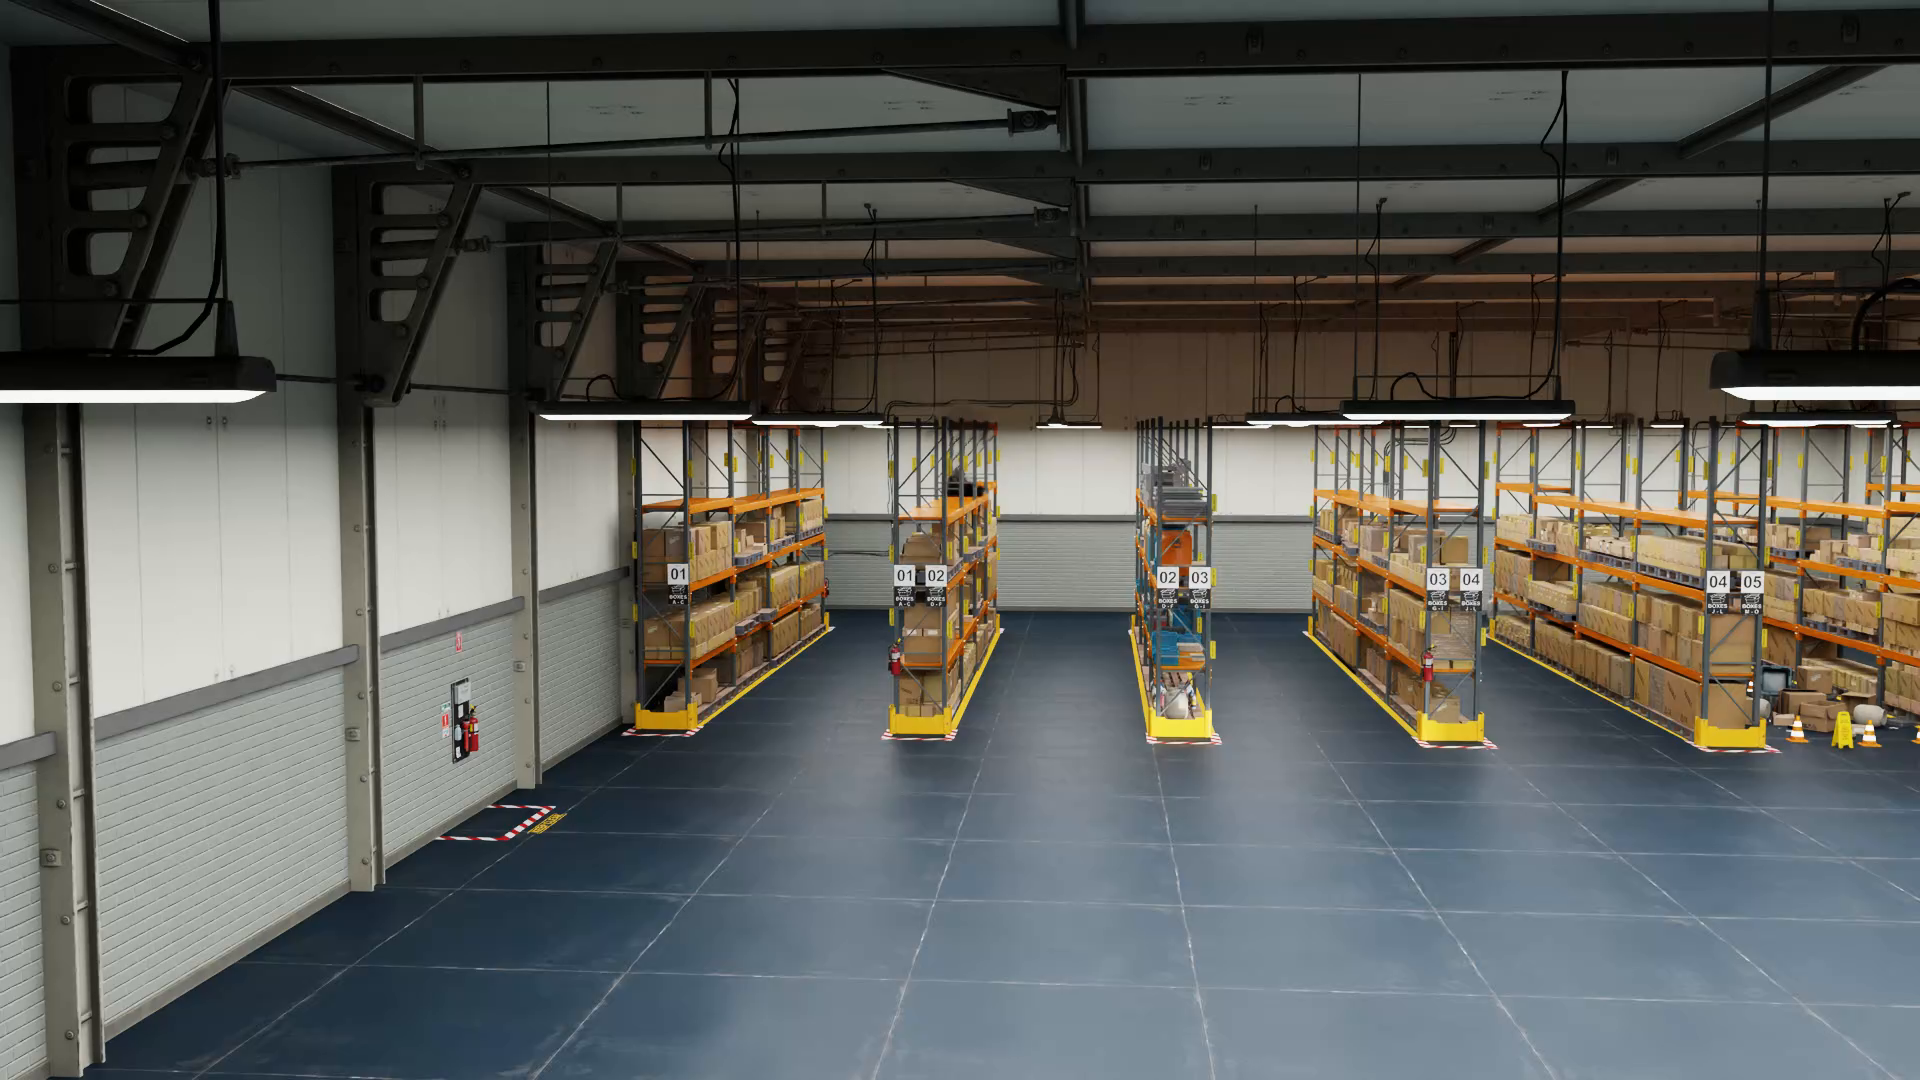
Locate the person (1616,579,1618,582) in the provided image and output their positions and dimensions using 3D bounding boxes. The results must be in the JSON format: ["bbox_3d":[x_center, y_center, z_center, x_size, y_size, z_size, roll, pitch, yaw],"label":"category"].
[{"bbox_3d":[19.095,1.872,47.327,0.867,1.571,0.675,1,4,18],"label":"person"}]

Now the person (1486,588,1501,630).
[{"bbox_3d":[15.287,1.827,47.586,0.626,1.628,0.702,2,4,26],"label":"person"}]
